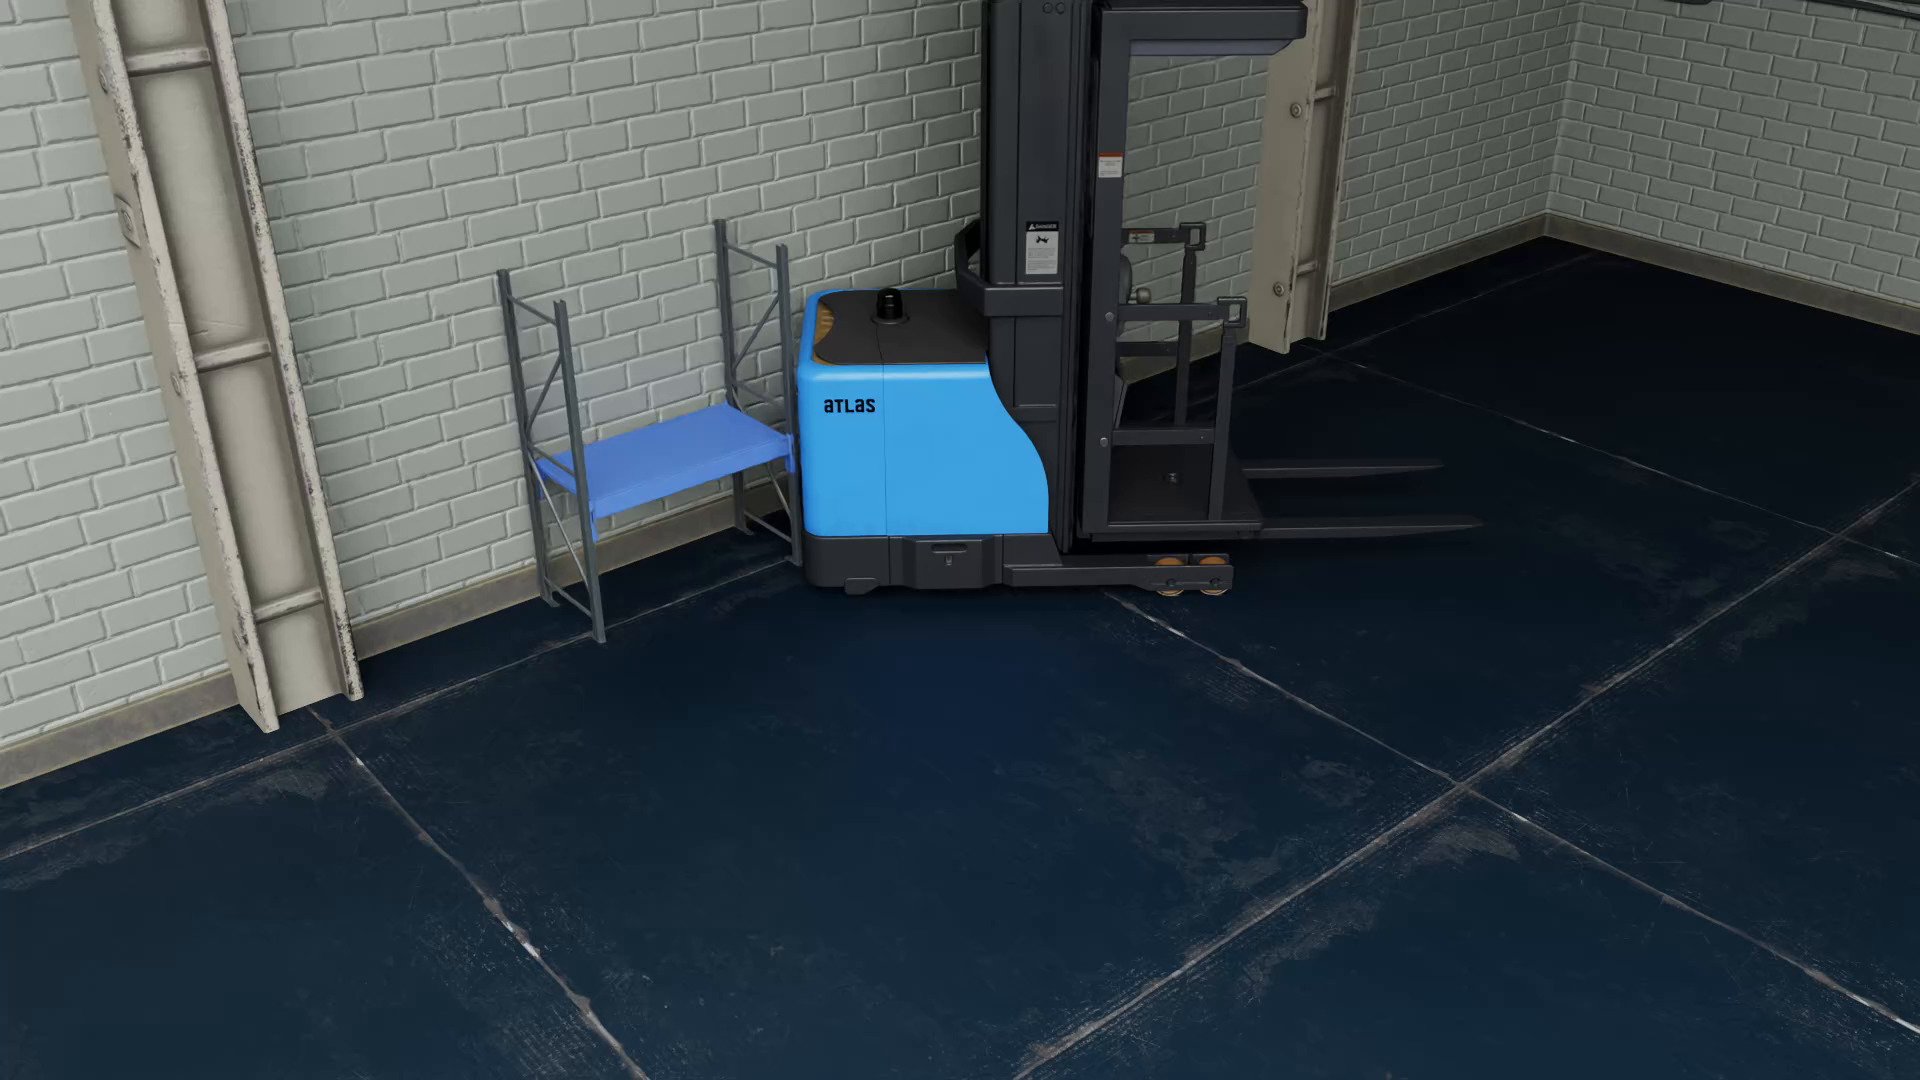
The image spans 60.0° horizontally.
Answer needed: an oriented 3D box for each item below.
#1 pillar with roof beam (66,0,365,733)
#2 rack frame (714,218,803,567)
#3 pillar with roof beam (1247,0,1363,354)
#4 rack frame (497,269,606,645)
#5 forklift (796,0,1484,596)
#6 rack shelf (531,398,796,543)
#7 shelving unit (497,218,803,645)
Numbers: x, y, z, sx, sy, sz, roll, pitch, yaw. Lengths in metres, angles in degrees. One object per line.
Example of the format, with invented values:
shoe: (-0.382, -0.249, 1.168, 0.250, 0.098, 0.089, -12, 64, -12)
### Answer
pillar with roof beam: (0.187, -1.800, 1.571, 0.400, 9.000, 9.100, -22, 35, -35)
rack frame: (-0.881, -0.632, 7.337, 0.032, 1.500, 0.500, -22, 35, -35)
pillar with roof beam: (4.752, -3.636, 5.005, 0.400, 9.000, 9.100, -22, 35, -35)
rack frame: (-1.652, -0.318, 6.753, 0.032, 1.500, 0.500, -22, 35, -35)
forklift: (0.812, -1.296, 7.066, 3.031, 2.935, 1.130, -1, 28, -2)
rack shelf: (-1.267, -0.316, 7.130, 1.000, 0.185, 0.538, -22, 35, -35)
shelving unit: (-1.267, -0.475, 7.045, 1.048, 1.500, 0.538, -22, 35, -35)
